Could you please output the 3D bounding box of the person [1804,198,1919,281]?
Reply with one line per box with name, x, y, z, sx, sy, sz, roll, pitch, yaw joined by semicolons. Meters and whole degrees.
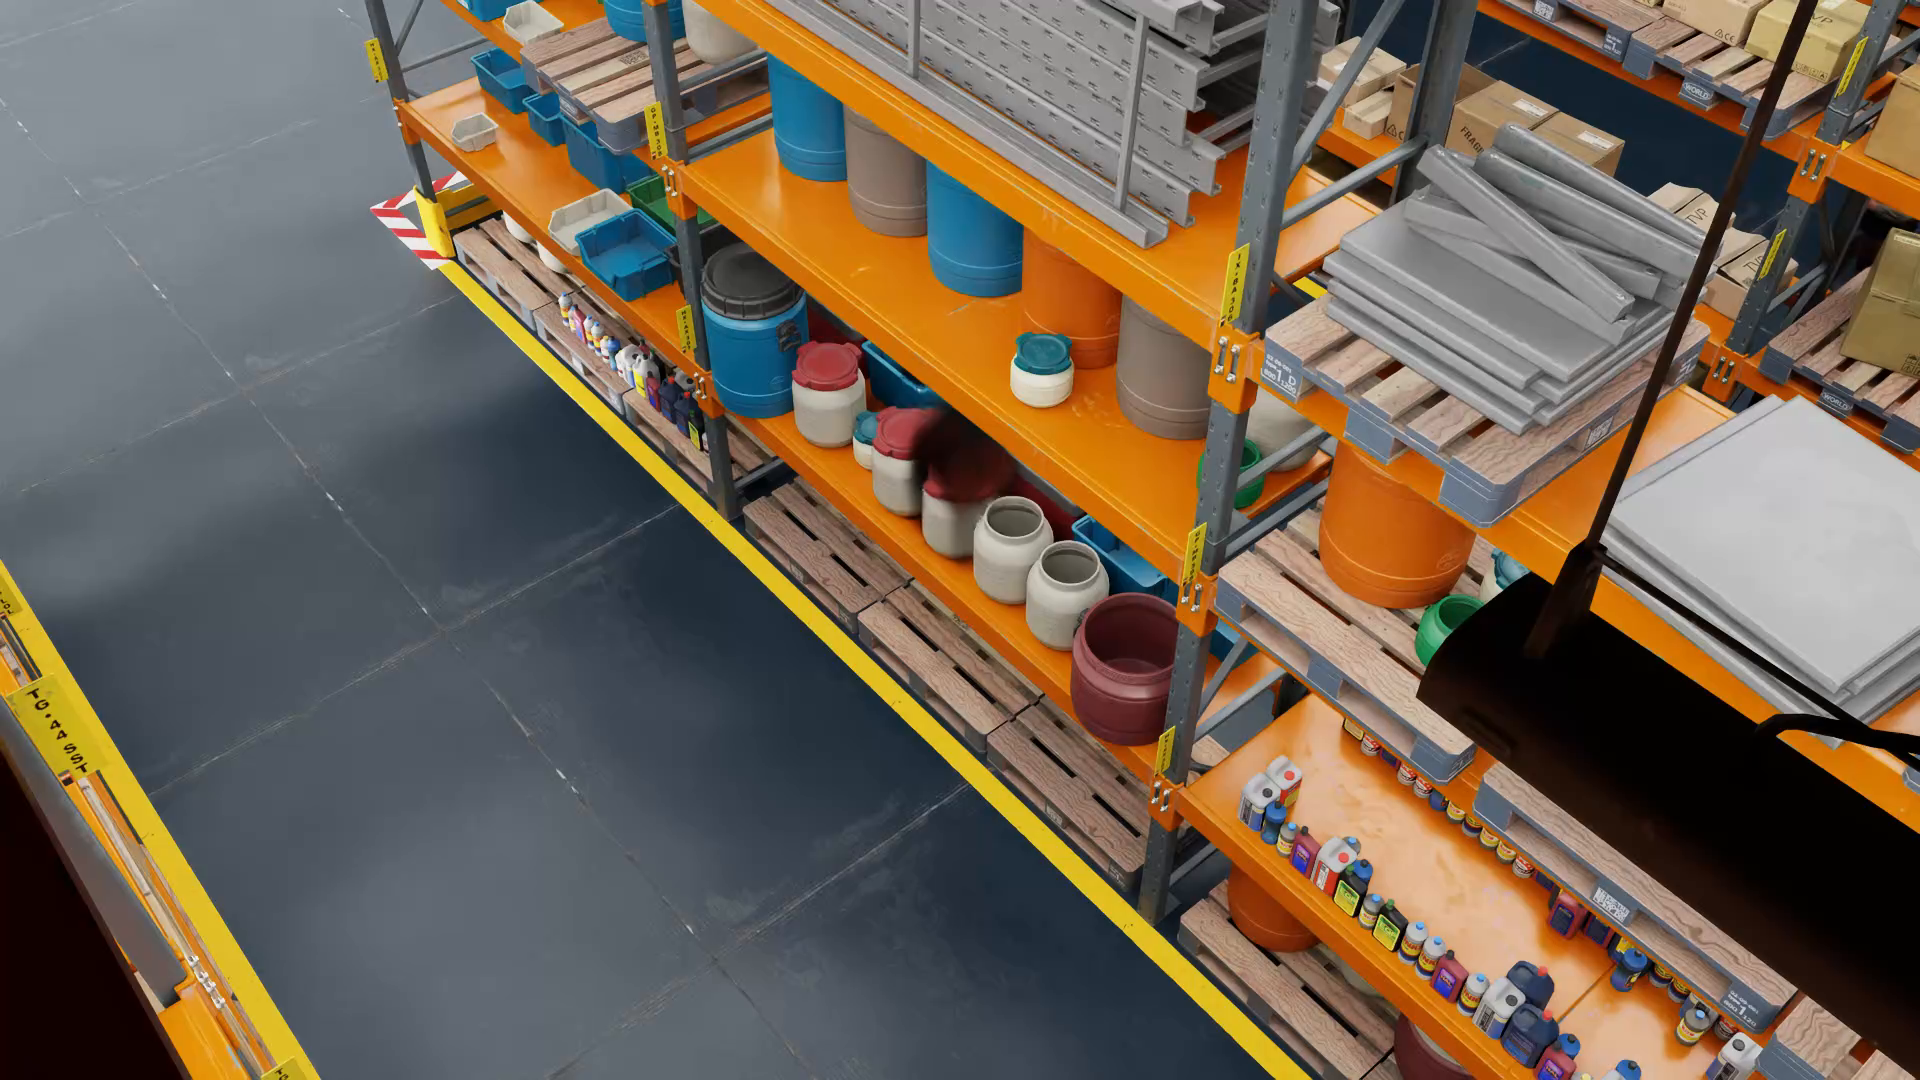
person;6.614;-2.272;11.917;0.692;1.694;0.995;-33;55;-27
